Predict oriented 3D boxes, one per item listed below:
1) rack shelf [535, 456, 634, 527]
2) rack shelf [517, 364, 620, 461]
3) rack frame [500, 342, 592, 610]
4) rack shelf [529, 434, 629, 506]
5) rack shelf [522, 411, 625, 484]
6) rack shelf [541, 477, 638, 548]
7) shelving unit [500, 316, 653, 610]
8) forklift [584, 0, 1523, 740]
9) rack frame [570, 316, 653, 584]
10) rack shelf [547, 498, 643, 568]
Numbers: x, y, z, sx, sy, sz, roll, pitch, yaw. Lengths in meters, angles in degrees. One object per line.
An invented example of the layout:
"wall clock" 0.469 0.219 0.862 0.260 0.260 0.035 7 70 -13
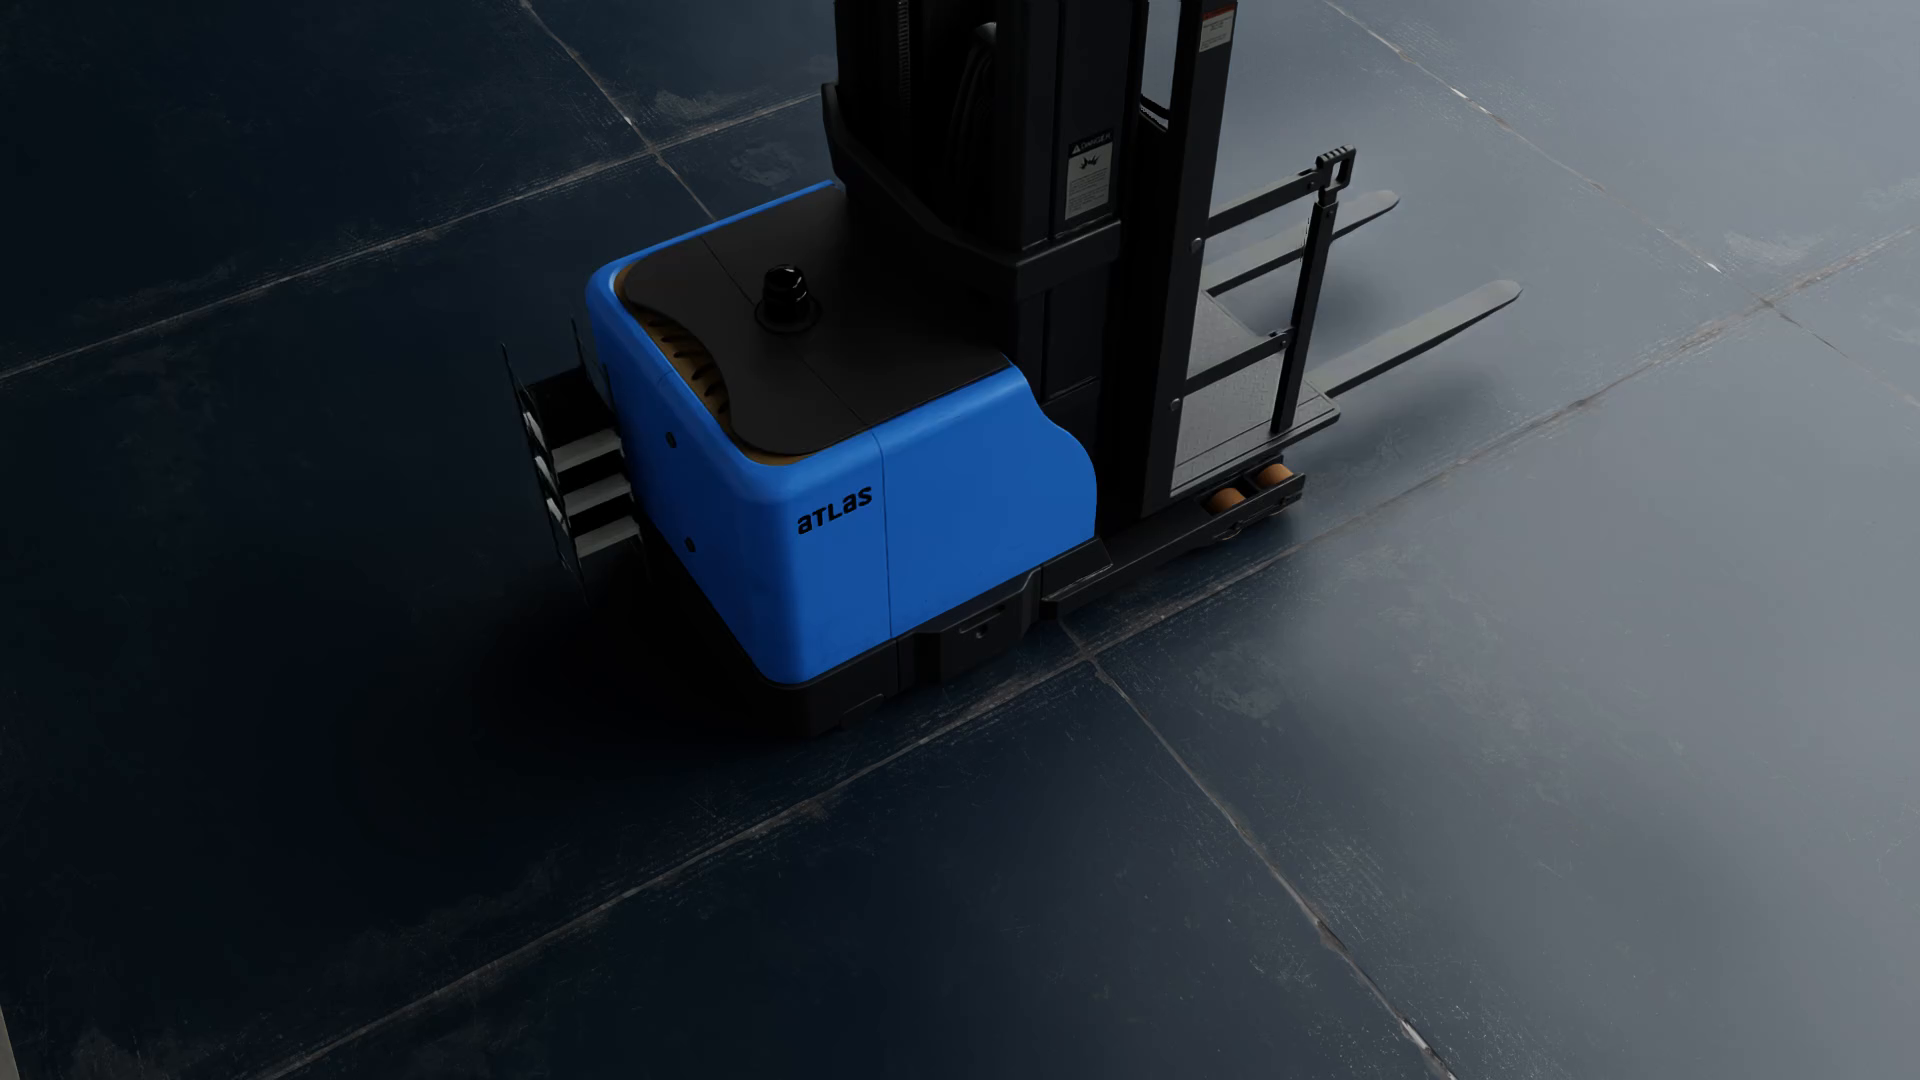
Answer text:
"rack shelf" -1.100 -0.179 4.852 0.200 0.077 0.258 -25 53 -20
"rack shelf" -1.100 -0.359 4.650 0.200 0.077 0.258 -25 53 -20
"rack frame" -1.186 -0.162 4.791 0.006 0.900 0.240 -25 53 -20
"rack shelf" -1.100 -0.239 4.784 0.200 0.077 0.258 -25 53 -20
"rack shelf" -1.100 -0.299 4.717 0.200 0.077 0.258 -25 53 -20
"rack shelf" -1.100 -0.119 4.919 0.200 0.077 0.258 -25 53 -20
"shelving unit" -1.100 -0.201 4.827 0.210 0.900 0.258 -25 53 -20
"forklift" 0.489 -1.281 4.428 3.031 2.935 1.130 -26 53 -21
"rack frame" -1.013 -0.241 4.862 0.006 0.900 0.240 -25 53 -20
"rack shelf" -1.100 -0.060 4.986 0.200 0.077 0.258 -25 53 -20
